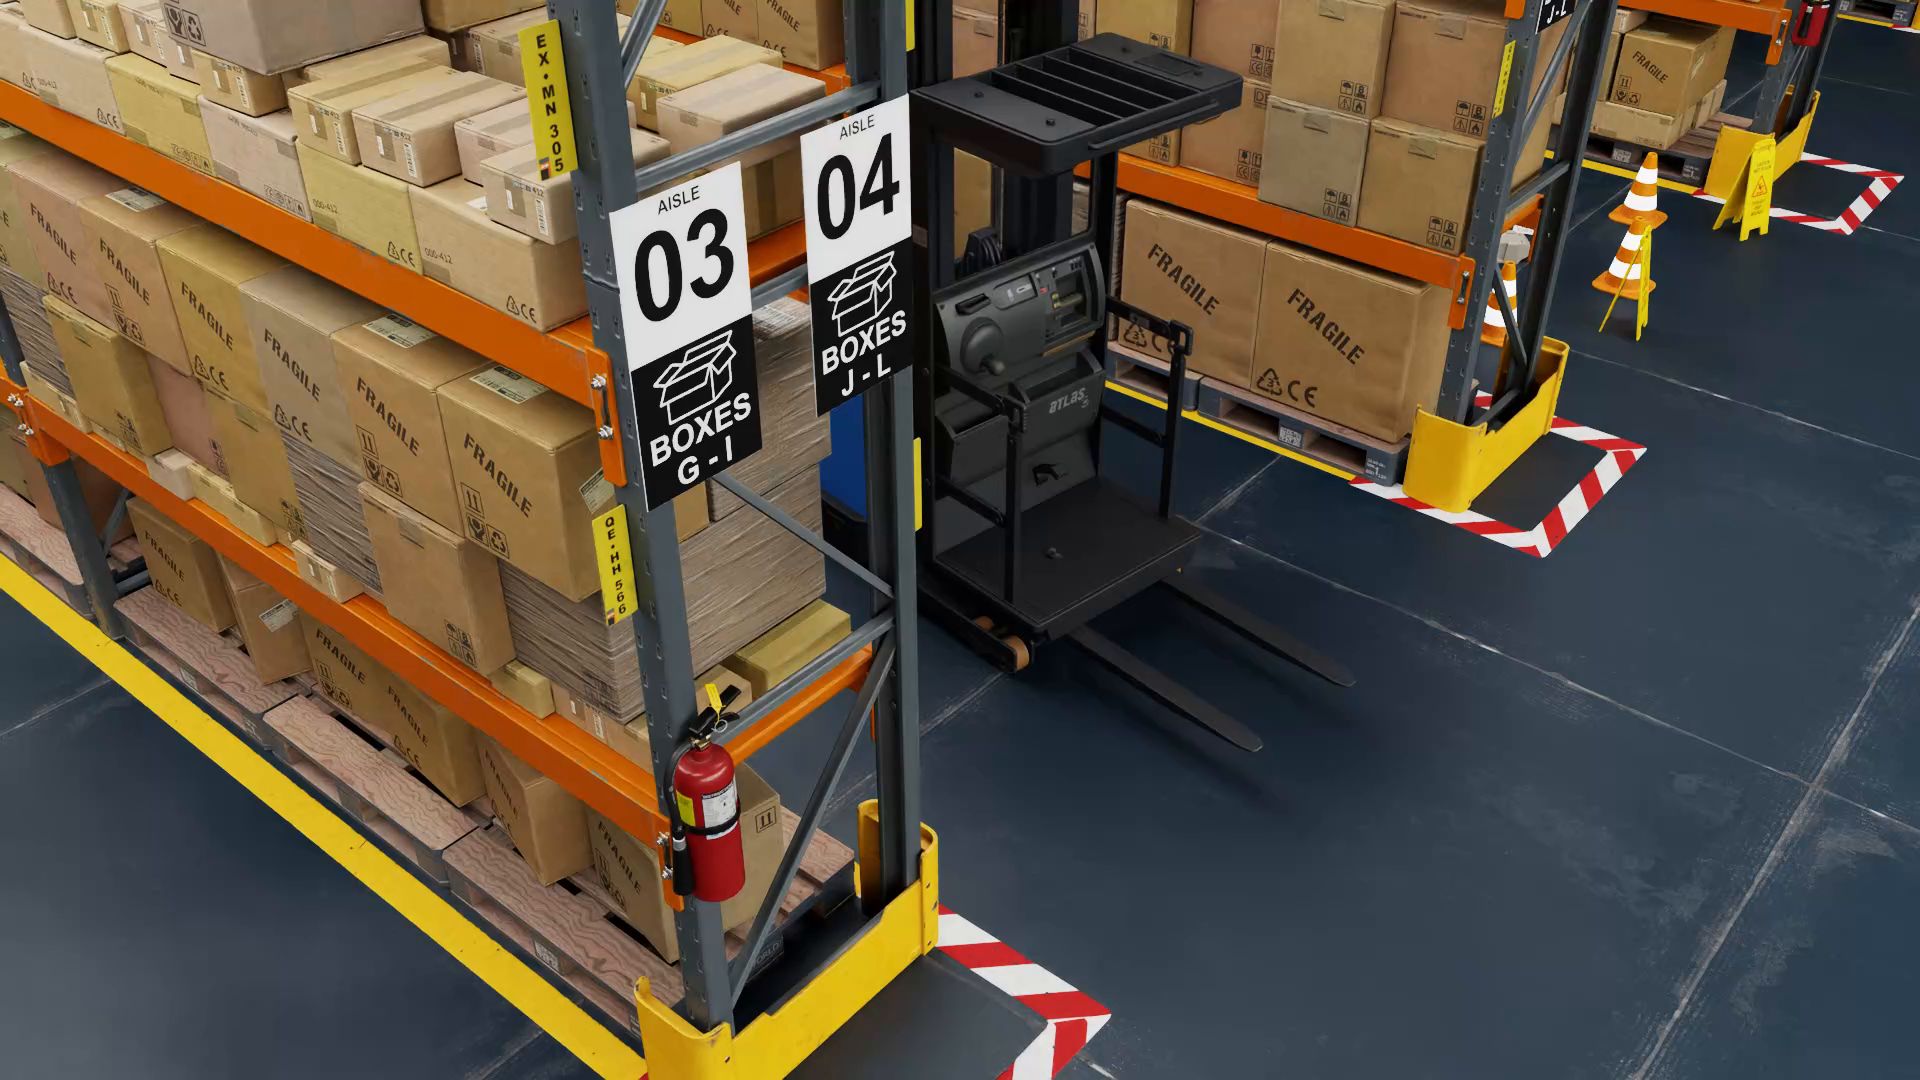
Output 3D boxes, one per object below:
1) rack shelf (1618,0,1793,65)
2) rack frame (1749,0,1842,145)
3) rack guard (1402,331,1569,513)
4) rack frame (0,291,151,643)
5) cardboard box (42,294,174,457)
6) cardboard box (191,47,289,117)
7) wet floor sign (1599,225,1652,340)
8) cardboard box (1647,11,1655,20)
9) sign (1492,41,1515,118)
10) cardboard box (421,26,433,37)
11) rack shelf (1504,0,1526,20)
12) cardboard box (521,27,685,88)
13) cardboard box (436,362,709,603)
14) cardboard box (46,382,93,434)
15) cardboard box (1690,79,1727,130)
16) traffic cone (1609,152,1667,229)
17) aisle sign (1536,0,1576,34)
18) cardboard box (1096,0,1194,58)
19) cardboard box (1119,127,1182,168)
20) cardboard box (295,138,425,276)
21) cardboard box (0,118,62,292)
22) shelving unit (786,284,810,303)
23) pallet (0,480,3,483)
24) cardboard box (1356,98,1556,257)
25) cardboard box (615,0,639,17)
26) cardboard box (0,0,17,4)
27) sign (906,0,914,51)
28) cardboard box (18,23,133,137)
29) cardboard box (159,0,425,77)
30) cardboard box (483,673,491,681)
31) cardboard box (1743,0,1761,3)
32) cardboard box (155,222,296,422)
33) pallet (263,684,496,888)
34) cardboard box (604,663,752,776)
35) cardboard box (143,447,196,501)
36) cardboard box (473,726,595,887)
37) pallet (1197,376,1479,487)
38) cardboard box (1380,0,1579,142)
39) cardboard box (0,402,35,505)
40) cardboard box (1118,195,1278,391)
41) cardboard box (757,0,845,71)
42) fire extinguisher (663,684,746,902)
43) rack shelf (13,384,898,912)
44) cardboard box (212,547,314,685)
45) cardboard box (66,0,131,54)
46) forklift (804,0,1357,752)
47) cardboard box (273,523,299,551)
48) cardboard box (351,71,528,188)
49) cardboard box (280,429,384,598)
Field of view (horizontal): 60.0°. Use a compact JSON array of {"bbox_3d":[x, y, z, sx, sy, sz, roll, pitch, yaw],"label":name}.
[{"bbox_3d":[4.304,-4.299,12.496,4.000,0.370,1.077,25,42,32],"label":"rack shelf"},{"bbox_3d":[5.841,-3.872,11.238,0.127,3.000,1.000,25,42,32],"label":"rack frame"},{"bbox_3d":[2.770,-0.642,8.744,0.348,0.500,1.175,25,42,32],"label":"rack guard"},{"bbox_3d":[-3.573,-1.009,7.069,0.127,3.000,1.000,25,42,32],"label":"rack frame"},{"bbox_3d":[-2.905,-0.786,6.394,0.500,0.500,0.875,25,42,32],"label":"cardboard box"},{"bbox_3d":[-1.908,-1.338,4.680,0.250,0.149,0.380,23,41,30],"label":"cardboard box"},{"bbox_3d":[4.041,-1.562,9.954,0.232,0.644,0.267,18,38,24],"label":"wet floor sign"},{"bbox_3d":[4.975,-3.829,12.571,0.500,0.500,0.500,24,41,30],"label":"cardboard box"},{"bbox_3d":[2.394,-2.025,7.317,0.005,0.325,0.100,25,42,32],"label":"sign"},{"bbox_3d":[-1.541,-1.585,5.039,0.250,0.149,0.380,23,41,30],"label":"cardboard box"},{"bbox_3d":[1.215,-3.346,8.458,4.000,0.370,1.077,25,42,32],"label":"rack shelf"},{"bbox_3d":[-0.973,-1.273,4.585,0.250,0.149,0.380,24,41,31],"label":"cardboard box"},{"bbox_3d":[-1.080,-0.228,4.698,0.500,0.500,0.500,25,42,32],"label":"cardboard box"},{"bbox_3d":[-3.417,-0.600,6.696,0.250,0.149,0.380,25,42,32],"label":"cardboard box"},{"bbox_3d":[5.398,-3.324,12.498,0.500,0.250,0.500,25,42,31],"label":"cardboard box"},{"bbox_3d":[4.685,-2.420,11.366,0.334,0.463,0.336,25,42,32],"label":"traffic cone"},{"bbox_3d":[2.614,-2.597,7.085,0.004,0.787,0.394,25,42,32],"label":"aisle sign"},{"bbox_3d":[1.176,-2.896,8.731,0.500,0.550,0.875,25,42,32],"label":"cardboard box"},{"bbox_3d":[1.217,-2.479,9.078,0.500,0.550,0.875,25,42,32],"label":"cardboard box"},{"bbox_3d":[-1.418,-0.978,4.508,0.500,0.250,0.500,26,42,32],"label":"cardboard box"},{"bbox_3d":[-3.390,-1.311,6.275,0.500,0.500,0.500,25,42,32],"label":"cardboard box"},{"bbox_3d":[-0.769,-0.999,8.635,0.258,1.200,0.503,-27,41,-33],"label":"shelving unit"},{"bbox_3d":[-5.115,-0.583,8.912,1.213,0.211,1.003,25,42,32],"label":"pallet"},{"bbox_3d":[2.438,-1.858,8.173,0.550,0.550,0.875,25,42,32],"label":"cardboard box"},{"bbox_3d":[-2.063,-3.793,11.035,0.500,0.500,0.500,25,42,31],"label":"cardboard box"},{"bbox_3d":[-3.077,-1.921,5.529,0.250,0.149,0.380,26,42,32],"label":"cardboard box"},{"bbox_3d":[-0.152,-1.393,4.207,0.005,0.325,0.100,25,42,32],"label":"sign"},{"bbox_3d":[-2.607,-1.535,5.318,0.500,0.250,0.500,23,41,30],"label":"cardboard box"},{"bbox_3d":[-1.853,-1.618,4.514,0.500,0.500,0.500,25,42,32],"label":"cardboard box"},{"bbox_3d":[-1.450,0.274,5.423,0.250,0.149,0.380,25,42,32],"label":"cardboard box"},{"bbox_3d":[5.417,-3.810,11.371,0.250,0.149,0.380,27,43,33],"label":"cardboard box"},{"bbox_3d":[-2.230,-0.773,5.492,0.500,0.500,0.500,25,42,32],"label":"cardboard box"},{"bbox_3d":[-2.093,0.810,6.884,1.213,0.211,1.003,25,42,32],"label":"pallet"},{"bbox_3d":[-0.851,0.530,5.050,0.250,0.149,0.380,25,42,32],"label":"cardboard box"},{"bbox_3d":[-2.843,-0.327,6.298,0.250,0.149,0.380,25,42,32],"label":"cardboard box"},{"bbox_3d":[-1.450,0.862,6.182,0.500,0.500,0.500,-22,40,-28],"label":"cardboard box"},{"bbox_3d":[2.087,-0.787,9.210,1.213,0.211,1.003,25,42,32],"label":"pallet"},{"bbox_3d":[2.491,-2.340,7.921,0.550,0.550,0.875,25,42,32],"label":"cardboard box"},{"bbox_3d":[-4.386,-0.573,8.253,0.500,0.500,0.700,25,42,32],"label":"cardboard box"},{"bbox_3d":[1.511,-1.513,9.310,0.875,0.875,0.875,25,41,31],"label":"cardboard box"},{"bbox_3d":[-0.894,-3.244,10.236,0.500,0.500,0.500,25,42,32],"label":"cardboard box"},{"bbox_3d":[-0.706,0.714,4.629,0.183,0.674,0.296,25,42,32],"label":"fire extinguisher"},{"bbox_3d":[-2.036,0.012,6.218,4.000,0.370,1.077,25,42,32],"label":"rack shelf"},{"bbox_3d":[-2.847,0.215,7.125,0.500,0.500,0.500,-19,39,-26],"label":"cardboard box"},{"bbox_3d":[-2.495,-1.640,5.119,0.250,0.149,0.380,24,41,31],"label":"cardboard box"},{"bbox_3d":[0.414,-0.945,7.037,1.130,2.935,3.031,-27,43,-33],"label":"forklift"},{"bbox_3d":[-2.218,-0.088,5.951,0.250,0.149,0.380,25,42,32],"label":"cardboard box"},{"bbox_3d":[-1.318,-1.061,4.275,0.250,0.149,0.380,23,41,30],"label":"cardboard box"},{"bbox_3d":[-1.722,-0.264,5.633,0.500,0.500,0.875,25,42,32],"label":"cardboard box"}]
